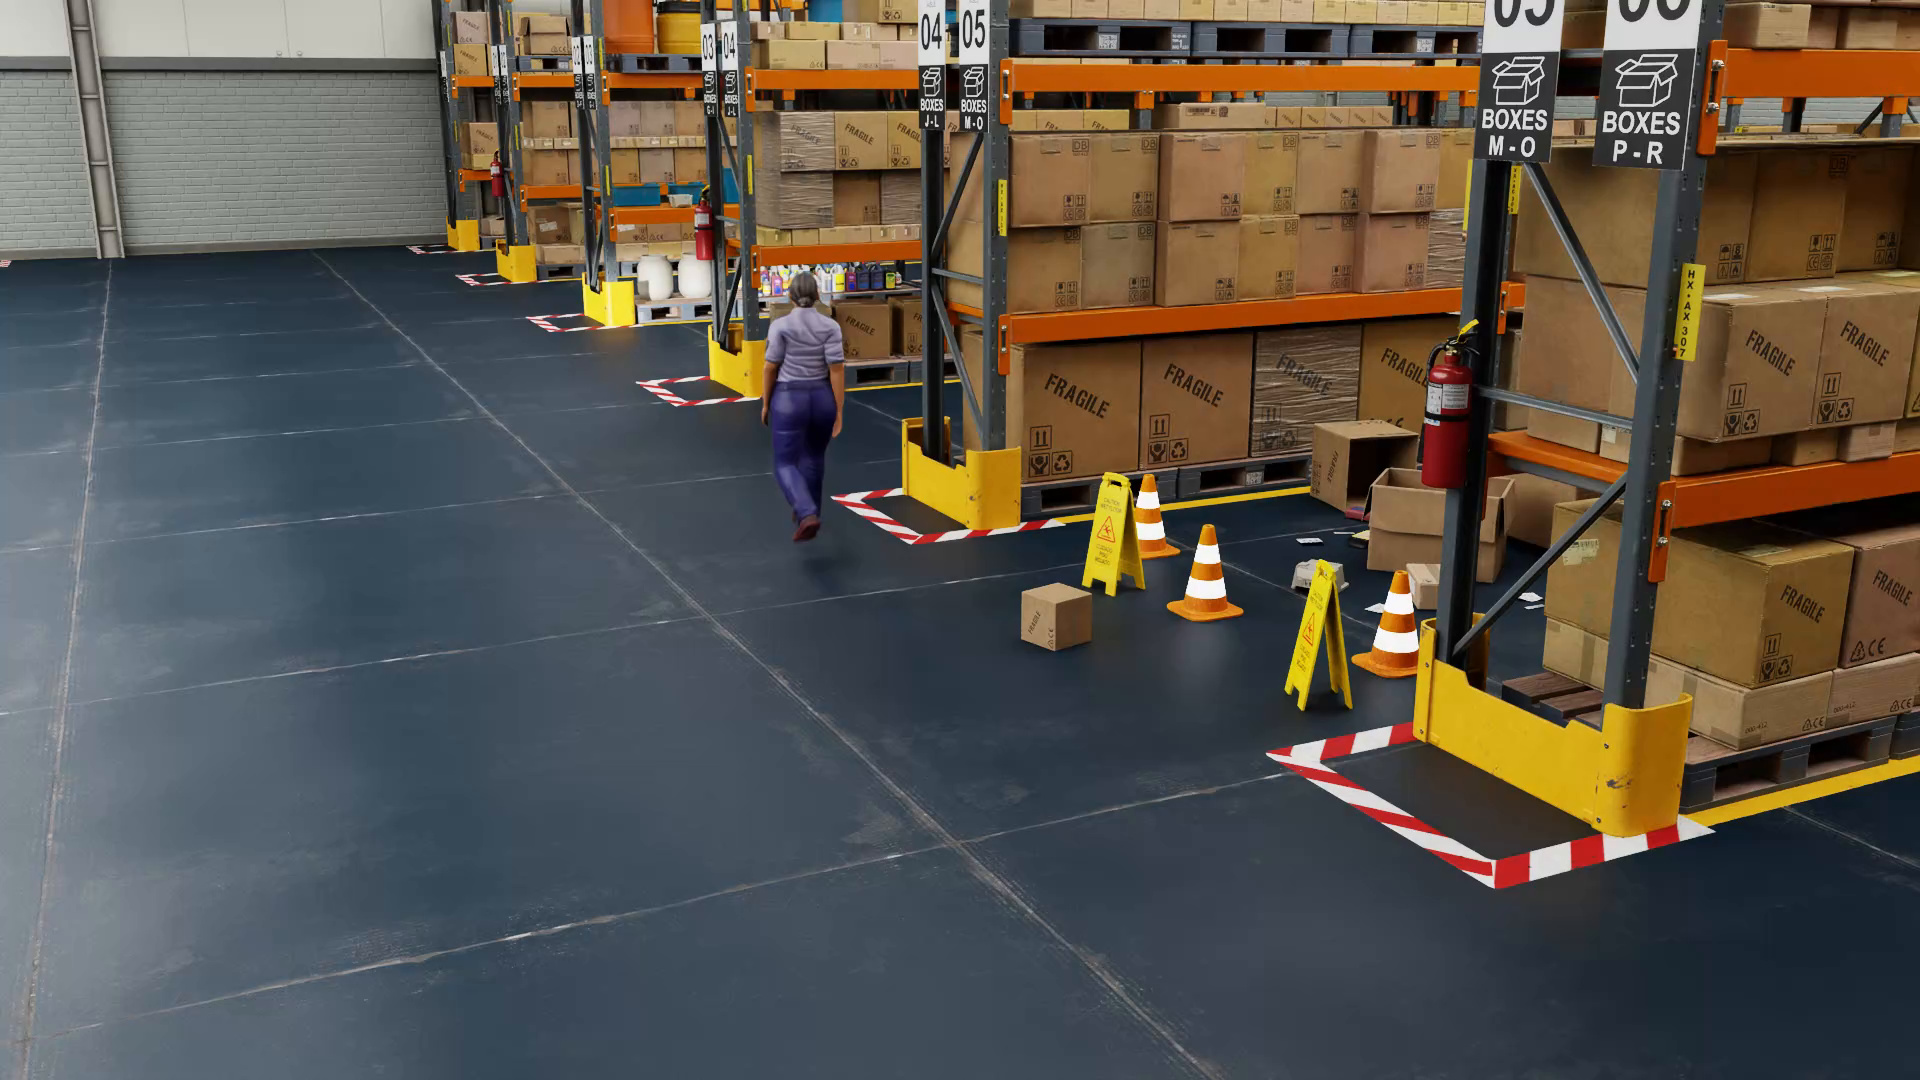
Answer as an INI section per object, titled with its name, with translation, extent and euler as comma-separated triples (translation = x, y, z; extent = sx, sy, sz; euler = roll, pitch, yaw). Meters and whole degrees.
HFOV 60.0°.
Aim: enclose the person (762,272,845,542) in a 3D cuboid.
[person]
translation = -0.924, -0.779, 9.882
extent = 0.471, 1.585, 0.935
euler = -6, 17, -22
